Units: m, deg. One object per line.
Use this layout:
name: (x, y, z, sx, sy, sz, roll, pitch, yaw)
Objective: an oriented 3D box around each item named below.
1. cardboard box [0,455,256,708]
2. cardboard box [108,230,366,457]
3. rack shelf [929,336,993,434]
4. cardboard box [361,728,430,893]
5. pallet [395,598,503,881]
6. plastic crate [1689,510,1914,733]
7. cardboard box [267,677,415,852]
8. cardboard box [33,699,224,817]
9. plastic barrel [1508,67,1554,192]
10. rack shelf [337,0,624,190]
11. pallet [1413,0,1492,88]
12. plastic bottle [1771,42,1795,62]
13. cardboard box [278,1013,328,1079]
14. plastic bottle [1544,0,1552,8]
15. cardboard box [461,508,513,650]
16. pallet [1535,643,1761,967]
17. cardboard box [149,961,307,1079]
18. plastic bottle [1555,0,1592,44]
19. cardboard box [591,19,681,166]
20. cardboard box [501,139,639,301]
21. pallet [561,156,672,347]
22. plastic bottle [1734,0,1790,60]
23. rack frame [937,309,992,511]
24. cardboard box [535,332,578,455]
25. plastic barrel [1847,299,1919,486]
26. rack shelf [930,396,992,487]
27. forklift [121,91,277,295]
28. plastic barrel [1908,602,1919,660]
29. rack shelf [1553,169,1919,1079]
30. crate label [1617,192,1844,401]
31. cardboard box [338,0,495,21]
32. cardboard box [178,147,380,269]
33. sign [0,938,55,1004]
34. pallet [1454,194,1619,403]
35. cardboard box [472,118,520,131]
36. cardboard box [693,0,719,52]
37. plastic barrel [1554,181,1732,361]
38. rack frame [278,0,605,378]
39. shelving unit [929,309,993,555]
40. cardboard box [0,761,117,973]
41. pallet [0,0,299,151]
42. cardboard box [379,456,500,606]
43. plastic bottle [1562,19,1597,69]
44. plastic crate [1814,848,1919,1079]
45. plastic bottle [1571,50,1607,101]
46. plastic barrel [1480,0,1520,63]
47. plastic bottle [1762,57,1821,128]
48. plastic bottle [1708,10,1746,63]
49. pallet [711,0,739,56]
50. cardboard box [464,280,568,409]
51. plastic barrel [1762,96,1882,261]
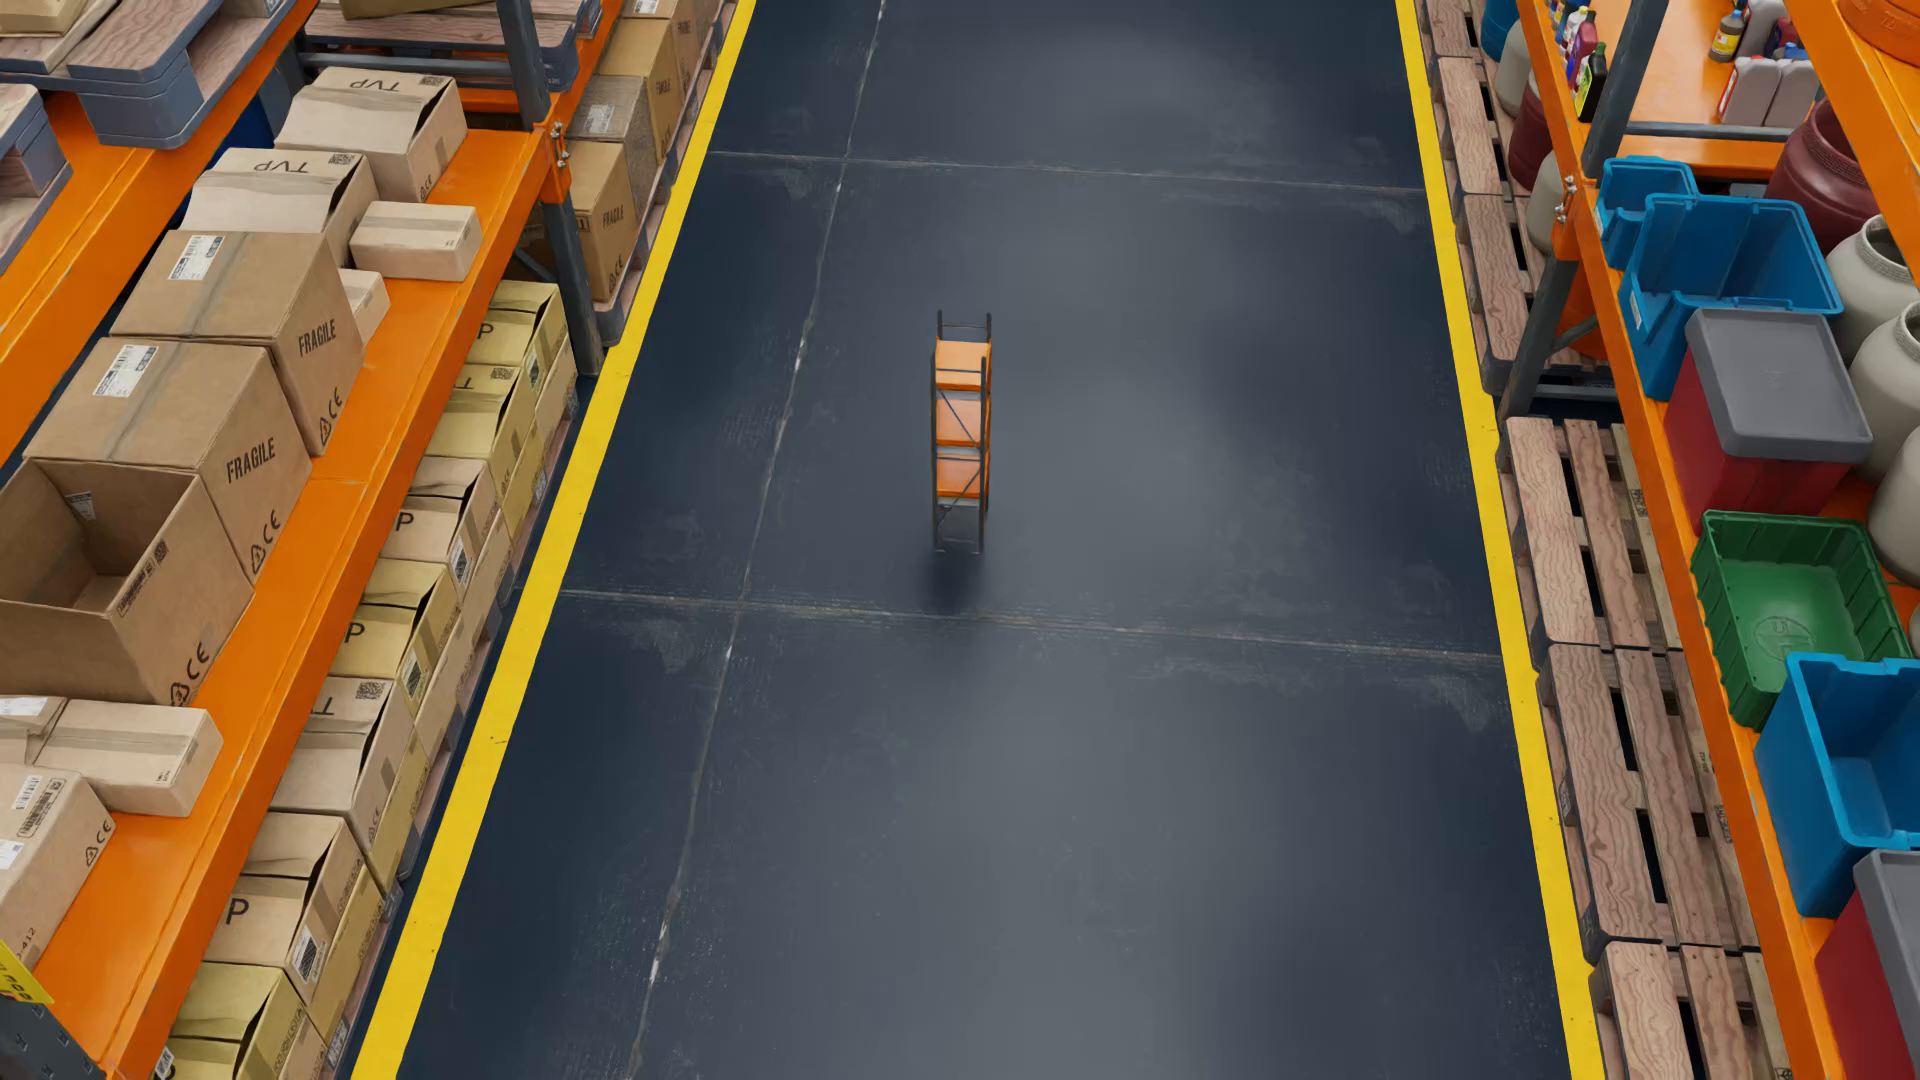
cardboard box: (-2.333, 0.140, 4.522, 0.500, 0.500, 0.500, 7, 48, 6)
cardboard box: (-2.239, -0.615, 5.212, 0.500, 0.500, 0.500, 2, 48, 1)
rack shelf: (0.005, -0.578, 6.197, 0.215, 0.259, 0.240, 4, 48, 4)
cardboard box: (-2.091, 0.874, 5.497, 0.500, 0.250, 0.500, 3, 48, 2)
pallet: (-2.330, 0.622, 6.038, 1.003, 0.211, 1.213, 4, 48, 4)
plastic crate: (2.343, 0.232, 4.648, 0.450, 0.188, 0.662, 4, 48, 4)
cardboard box: (-2.084, 0.686, 5.289, 0.500, 0.311, 0.500, 2, 48, 2)
cardboard box: (-2.183, 0.571, 4.365, 0.380, 0.149, 0.250, 4, 48, 4)
plastic barrel: (2.961, -1.998, 7.894, 0.600, 0.588, 0.708, 4, 48, 4)
rack shelf: (-1.920, -3.043, 7.987, 1.077, 0.370, 4.000, 4, 48, 4)
pallet: (3.083, -2.914, 9.272, 1.003, 0.211, 1.213, 4, 48, 4)
plastic bottle: (3.238, -1.864, 6.557, 0.097, 0.201, 0.097, 0, 48, 0)
cardboard box: (-2.183, 1.630, 4.805, 0.500, 0.250, 0.500, 3, 48, 3)
plastic bottle: (2.536, -2.349, 7.001, 0.097, 0.201, 0.097, 0, 48, 0)
cardboard box: (-2.000, 0.122, 6.184, 0.500, 0.250, 0.500, 5, 48, 4)
pallet: (2.607, 0.922, 5.764, 1.003, 0.211, 1.213, 4, 48, 4)
cardboard box: (-2.181, 1.434, 4.605, 0.500, 0.311, 0.500, 4, 48, 4)
plastic bottle: (2.510, -2.158, 6.779, 0.097, 0.271, 0.097, 0, 48, 0)
cardboard box: (-1.683, -2.189, 8.115, 0.500, 0.500, 0.500, 3, 48, 3)
cardboard box: (-1.776, -1.436, 7.426, 0.500, 0.500, 0.500, 6, 48, 5)
pallet: (-1.997, -1.421, 7.906, 1.003, 0.211, 1.213, 4, 48, 4)
plastic bottle: (3.234, -2.074, 6.698, 0.152, 0.276, 0.135, 4, 48, 4)
rack frame: (0.016, -0.483, 6.481, 0.200, 1.050, 0.008, 4, 48, 4)
cardboard box: (-1.907, -0.626, 6.869, 0.500, 0.250, 0.500, 5, 48, 4)
plastic barrel: (2.911, -0.438, 5.042, 0.421, 0.512, 0.421, 0, 48, 0)
rack shelf: (0.005, -0.386, 6.406, 0.215, 0.259, 0.240, 4, 48, 4)
forklift: (-4.852, -2.911, 7.426, 3.031, 2.935, 1.130, 22, 51, 19)
plastic barrel: (2.838, 0.186, 4.455, 0.433, 0.535, 0.433, 0, 48, 0)
rack shelf: (2.648, 0.233, 4.992, 1.077, 0.370, 4.000, 4, 48, 4)
crate label: (2.470, -0.780, 5.406, 0.502, 0.435, 0.616, 4, 48, 4)
cardboard box: (-2.157, -2.461, 6.616, 0.700, 0.500, 0.500, -11, 48, -10)
cardboard box: (-2.377, -1.141, 5.822, 0.500, 0.311, 0.500, 3, 48, 3)
sign: (-1.914, 0.841, 3.308, 0.100, 0.325, 0.005, 4, 48, 4)
pallet: (2.860, -1.121, 7.632, 1.003, 0.211, 1.213, 4, 48, 4)
cardboard box: (-2.251, -1.824, 7.781, 0.500, 0.500, 0.500, 6, 48, 5)
cardboard box: (-1.597, -2.947, 8.808, 0.500, 0.500, 0.500, 4, 48, 4)
plastic barrel: (2.858, -1.250, 7.046, 0.600, 0.830, 0.708, 4, 48, 4)
rack frame: (-2.102, -1.816, 6.378, 1.000, 3.000, 0.127, 4, 48, 4)
shelving unit: (0.005, -0.394, 6.399, 0.215, 1.050, 0.252, 4, 48, 4)
cardboard box: (-2.466, 0.810, 4.078, 0.500, 0.250, 0.500, 7, 48, 6)
pallet: (-2.174, -1.438, 4.127, 1.003, 0.211, 1.213, 6, 48, 5)
cardboard box: (-1.995, -0.064, 5.975, 0.500, 0.311, 0.500, 4, 48, 3)
plastic bottle: (2.492, -1.992, 6.674, 0.097, 0.201, 0.097, 0, 48, 0)
plastic crate: (2.205, 1.062, 3.703, 0.402, 0.464, 0.583, 4, 48, 4)
plastic bottle: (2.471, -1.822, 6.519, 0.097, 0.201, 0.097, 0, 48, 0)
plastic barrel: (3.063, -2.934, 8.538, 0.600, 0.901, 0.708, 4, 48, 4)
plastic bottle: (3.191, -1.734, 6.387, 0.152, 0.276, 0.135, 4, 48, 4)
plastic bottle: (3.108, -2.044, 6.721, 0.097, 0.201, 0.097, 0, 48, 0)
pallet: (-1.774, -3.214, 9.546, 1.003, 0.211, 1.213, 4, 48, 4)
cardboard box: (-1.905, -0.817, 6.663, 0.500, 0.311, 0.500, 5, 48, 5)
plastic barrel: (3.089, -1.164, 5.690, 0.600, 0.536, 0.708, 4, 48, 4)
